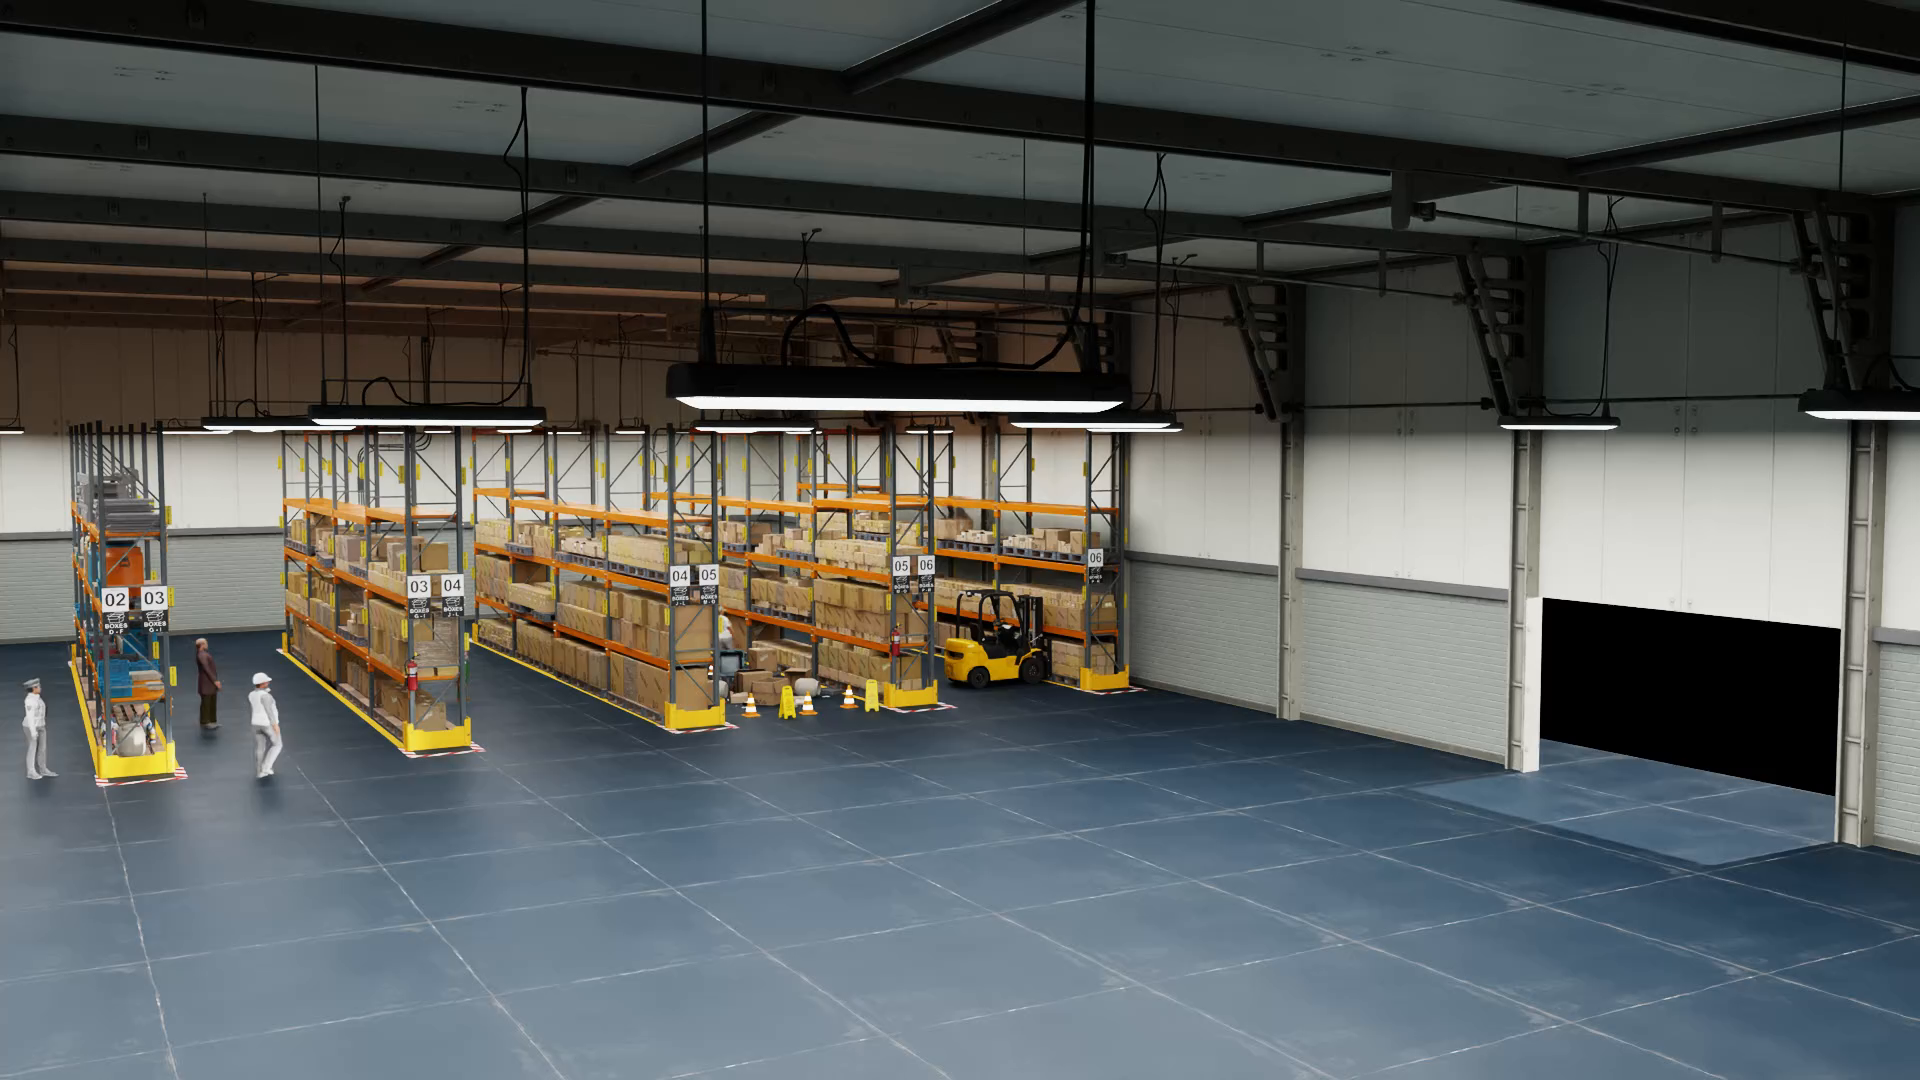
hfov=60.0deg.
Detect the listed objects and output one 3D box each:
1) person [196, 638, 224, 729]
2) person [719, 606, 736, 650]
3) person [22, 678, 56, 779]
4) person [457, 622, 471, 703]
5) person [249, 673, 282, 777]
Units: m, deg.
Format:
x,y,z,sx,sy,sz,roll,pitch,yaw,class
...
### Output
x,y,z,sx,sy,sz,roll,pitch,yaw,class
-14.731,2.834,32.677,0.606,1.824,0.644,0,4,-3,person
-5.676,2.434,40.237,0.597,1.690,0.408,1,4,20,person
-15.503,3.165,27.923,0.392,1.696,0.533,0,4,0,person
-10.788,2.632,36.122,0.508,1.834,0.565,0,4,4,person
-11.682,3.107,27.924,0.559,1.776,0.434,1,4,16,person
